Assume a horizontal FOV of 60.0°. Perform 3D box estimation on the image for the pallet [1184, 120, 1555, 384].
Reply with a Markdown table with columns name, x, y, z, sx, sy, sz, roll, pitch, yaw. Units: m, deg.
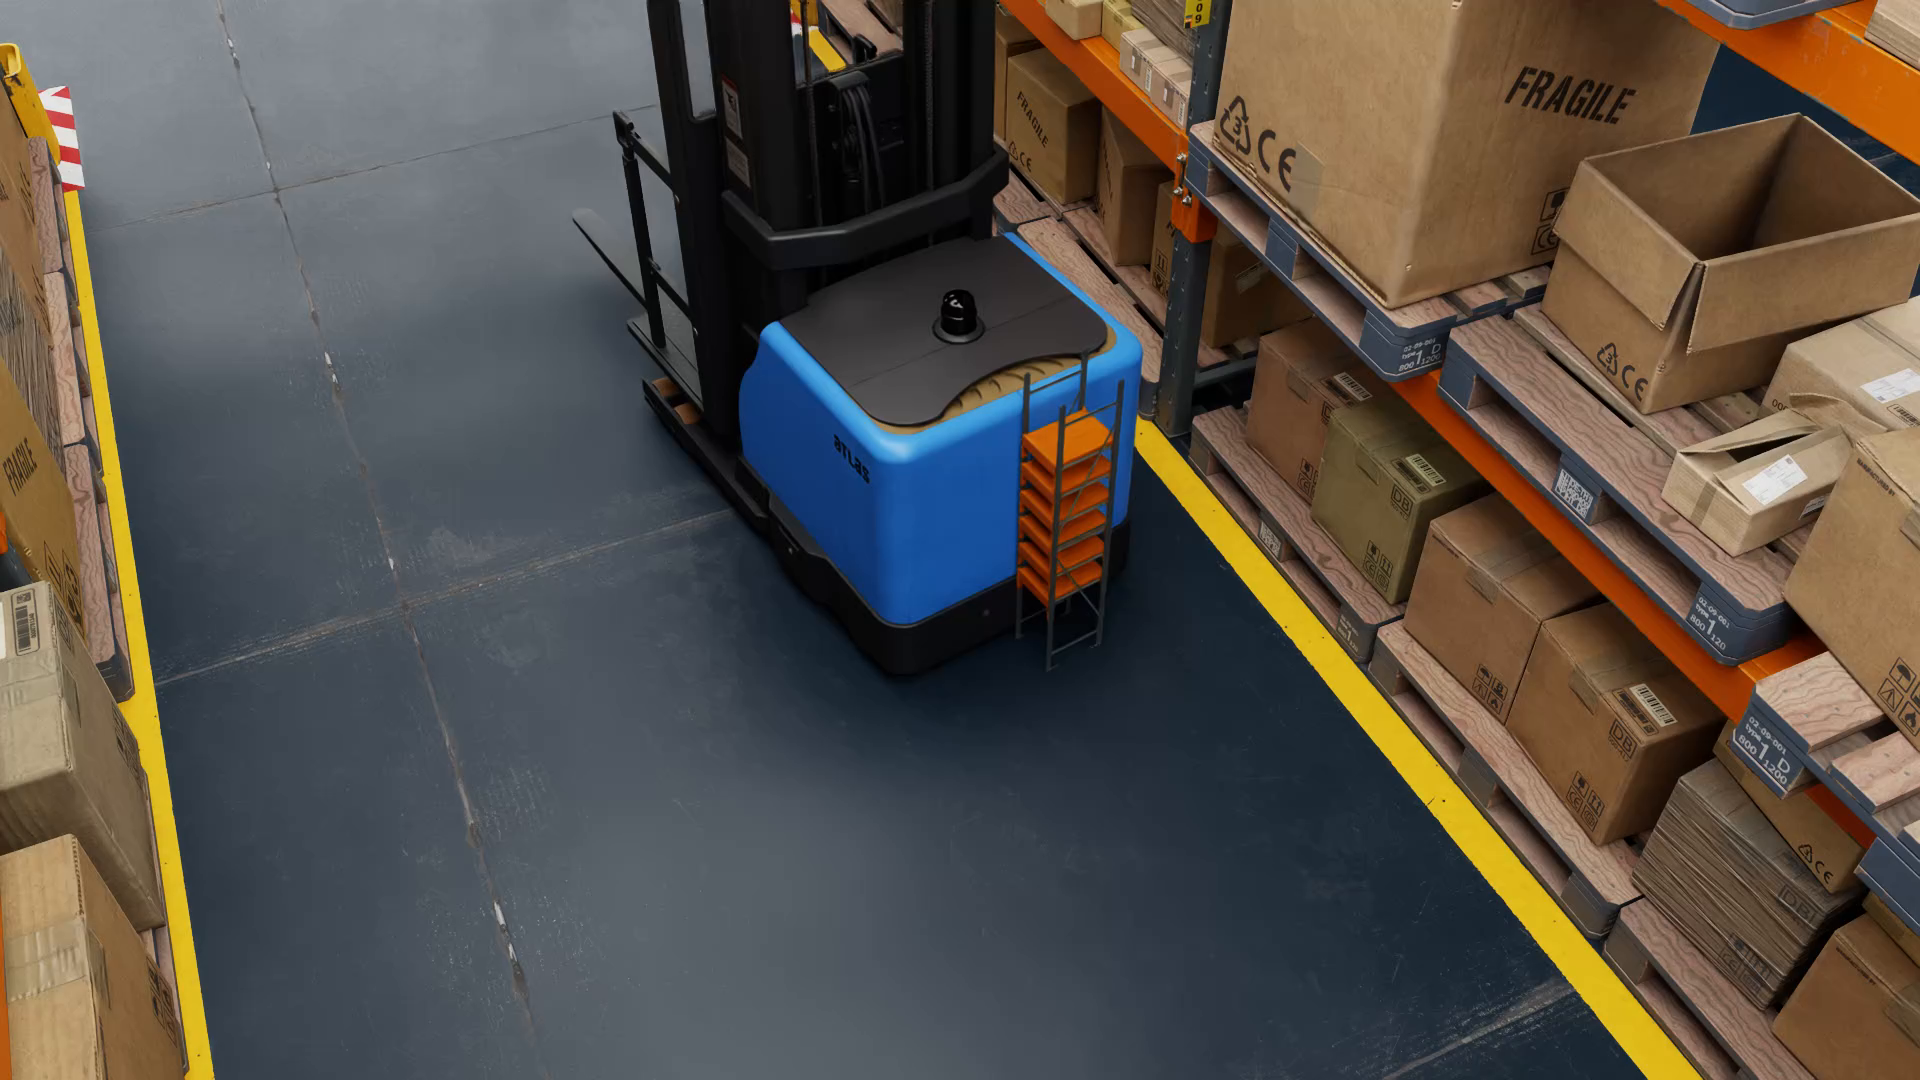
| name | x | y | z | sx | sy | sz | roll | pitch | yaw |
| --- | --- | --- | --- | --- | --- | --- | --- | --- | --- |
| pallet | 1.453 | -1.055 | 5.320 | 1.003 | 0.211 | 1.213 | -18 | 47 | -17 |

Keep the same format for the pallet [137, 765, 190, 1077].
| name | x | y | z | sx | sy | sz | roll | pitch | yaw |
| --- | --- | --- | --- | --- | --- | --- | --- | --- | --- |
| pallet | -2.886 | 1.210 | 4.874 | 1.003 | 0.211 | 1.213 | -18 | 47 | -17 |

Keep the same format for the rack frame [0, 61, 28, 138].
| name | x | y | z | sx | sy | sz | roll | pitch | yaw |
| --- | --- | --- | --- | --- | --- | --- | --- | --- | --- |
| rack frame | -4.961 | -2.802 | 6.954 | 1.000 | 3.000 | 0.127 | -18 | 47 | -17 |

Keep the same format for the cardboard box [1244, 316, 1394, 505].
| name | x | y | z | sx | sy | sz | roll | pitch | yaw |
| --- | --- | --- | --- | --- | --- | --- | --- | --- | --- |
| cardboard box | 1.503 | -0.522 | 6.110 | 0.700 | 0.500 | 0.500 | -22 | 49 | -20 |

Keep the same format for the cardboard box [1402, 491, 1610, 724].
| name | x | y | z | sx | sy | sz | roll | pitch | yaw |
| --- | --- | --- | --- | --- | --- | --- | --- | --- | --- |
| cardboard box | 1.922 | 0.144 | 5.435 | 0.700 | 0.500 | 0.500 | -22 | 49 | -21 |

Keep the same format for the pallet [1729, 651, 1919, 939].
| name | x | y | z | sx | sy | sz | roll | pitch | yaw |
| --- | --- | --- | --- | --- | --- | --- | --- | --- | --- |
| pallet | 2.549 | 0.542 | 3.702 | 1.213 | 0.211 | 1.003 | -18 | 47 | -17 |

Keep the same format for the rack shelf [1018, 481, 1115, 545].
| name | x | y | z | sx | sy | sz | roll | pitch | yaw |
| --- | --- | --- | --- | --- | --- | --- | --- | --- | --- |
| rack shelf | 0.347 | -0.121 | 5.411 | 0.258 | 0.103 | 0.180 | -25 | 50 | -23 |

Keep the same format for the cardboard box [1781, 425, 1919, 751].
| name | x | y | z | sx | sy | sz | roll | pitch | yaw |
| --- | --- | --- | --- | --- | --- | --- | --- | --- | --- |
| cardboard box | 2.357 | 0.053 | 3.691 | 0.700 | 0.500 | 0.500 | -12 | 46 | -12 |

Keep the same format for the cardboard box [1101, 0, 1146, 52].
| name | x | y | z | sx | sy | sz | roll | pitch | yaw |
| --- | --- | --- | --- | --- | --- | --- | --- | --- | --- |
| cardboard box | 0.760 | -1.953 | 6.272 | 0.380 | 0.149 | 0.250 | -18 | 47 | -17 |

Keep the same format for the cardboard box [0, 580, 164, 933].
| name | x | y | z | sx | sy | sz | roll | pitch | yaw |
| --- | --- | --- | --- | --- | --- | --- | --- | --- | --- |
| cardboard box | -2.936 | 0.768 | 4.639 | 1.050 | 0.750 | 0.750 | -18 | 47 | -18 |

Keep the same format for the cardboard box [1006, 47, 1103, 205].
| name | x | y | z | sx | sy | sz | roll | pitch | yaw |
| --- | --- | --- | --- | --- | --- | --- | --- | --- | --- |
| cardboard box | 0.552 | -1.915 | 7.535 | 0.500 | 0.500 | 0.500 | -22 | 49 | -21 |

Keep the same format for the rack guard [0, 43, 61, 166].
| name | x | y | z | sx | sy | sz | roll | pitch | yaw |
| --- | --- | --- | --- | --- | --- | --- | --- | --- | --- |
| rack guard | -4.971 | -1.927 | 7.847 | 1.175 | 0.500 | 0.348 | -18 | 47 | -17 |

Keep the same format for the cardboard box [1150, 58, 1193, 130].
| name | x | y | z | sx | sy | sz | roll | pitch | yaw |
| --- | --- | --- | --- | --- | --- | --- | --- | --- | --- |
| cardboard box | 0.907 | -1.614 | 5.929 | 0.380 | 0.149 | 0.250 | -18 | 47 | -17 |

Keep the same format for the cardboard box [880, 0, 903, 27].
| name | x | y | z | sx | sy | sz | roll | pitch | yaw |
| --- | --- | --- | --- | --- | --- | --- | --- | --- | --- |
| cardboard box | -0.171 | -3.059 | 8.695 | 0.500 | 0.500 | 0.500 | -10 | 45 | -10 |

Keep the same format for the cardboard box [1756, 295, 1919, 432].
| name | x | y | z | sx | sy | sz | roll | pitch | yaw |
| --- | --- | --- | --- | --- | --- | --- | --- | --- | --- |
| cardboard box | 2.450 | -0.336 | 4.263 | 0.500 | 0.250 | 0.500 | -19 | 48 | -19 |

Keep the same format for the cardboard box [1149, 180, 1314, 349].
| name | x | y | z | sx | sy | sz | roll | pitch | yaw |
| --- | --- | --- | --- | --- | --- | --- | --- | --- | --- |
| cardboard box | 1.132 | -1.179 | 6.790 | 0.500 | 0.500 | 0.500 | -19 | 48 | -19 |

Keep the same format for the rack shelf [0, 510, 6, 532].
| name | x | y | z | sx | sy | sz | roll | pitch | yaw |
| --- | --- | --- | --- | --- | --- | --- | --- | --- | --- |
| rack shelf | -4.120 | -1.271 | 5.915 | 1.077 | 0.370 | 4.000 | -18 | 47 | -17 |

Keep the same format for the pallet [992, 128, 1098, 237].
| name | x | y | z | sx | sy | sz | roll | pitch | yaw |
| --- | --- | --- | --- | --- | --- | --- | --- | --- | --- |
| pallet | 0.433 | -1.856 | 7.981 | 1.003 | 0.211 | 1.213 | -18 | 47 | -17 |

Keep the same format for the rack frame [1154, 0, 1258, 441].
| name | x | y | z | sx | sy | sz | roll | pitch | yaw |
| --- | --- | --- | --- | --- | --- | --- | --- | --- | --- |
| rack frame | 1.264 | -1.653 | 5.790 | 1.000 | 3.000 | 0.127 | -18 | 47 | -17 |

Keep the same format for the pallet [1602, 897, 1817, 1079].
| name | x | y | z | sx | sy | sz | roll | pitch | yaw |
| --- | --- | --- | --- | --- | --- | --- | --- | --- | --- |
| pallet | 2.619 | 1.390 | 4.691 | 1.003 | 0.211 | 1.213 | -18 | 47 | -17 |

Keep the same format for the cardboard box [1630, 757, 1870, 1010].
| name | x | y | z | sx | sy | sz | roll | pitch | yaw |
| --- | --- | --- | --- | --- | --- | --- | --- | --- | --- |
| cardboard box | 2.401 | 0.859 | 4.711 | 0.700 | 0.500 | 0.500 | -22 | 49 | -21 |

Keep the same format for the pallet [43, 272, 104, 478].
| name | x | y | z | sx | sy | sz | roll | pitch | yaw |
| --- | --- | --- | --- | --- | --- | --- | --- | --- | --- |
| pallet | -4.044 | -0.546 | 6.653 | 1.003 | 0.211 | 1.213 | -18 | 47 | -17 |

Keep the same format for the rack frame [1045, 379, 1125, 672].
| name | x | y | z | sx | sy | sz | roll | pitch | yaw |
| --- | --- | --- | --- | --- | --- | --- | --- | --- | --- |
| rack frame | 0.397 | -0.014 | 5.410 | 0.240 | 1.200 | 0.006 | -25 | 50 | -23 |

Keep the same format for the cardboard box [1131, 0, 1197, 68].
| name | x | y | z | sx | sy | sz | roll | pitch | yaw |
| --- | --- | --- | --- | --- | --- | --- | --- | --- | --- |
| cardboard box | 1.131 | -2.099 | 5.959 | 0.875 | 0.500 | 0.500 | -18 | 47 | -17 |

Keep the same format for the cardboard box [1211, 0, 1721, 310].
| name | x | y | z | sx | sy | sz | roll | pitch | yaw |
| --- | --- | --- | --- | --- | --- | --- | --- | --- | --- |
| cardboard box | 1.471 | -1.468 | 4.876 | 1.000 | 1.000 | 1.000 | -18 | 47 | -17 |

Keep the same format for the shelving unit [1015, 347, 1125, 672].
| name | x | y | z | sx | sy | sz | roll | pitch | yaw |
| --- | --- | --- | --- | --- | --- | --- | --- | --- | --- |
| shelving unit | 0.347 | -0.067 | 5.464 | 0.258 | 1.200 | 0.189 | -25 | 50 | -23 |

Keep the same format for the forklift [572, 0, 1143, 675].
| name | x | y | z | sx | sy | sz | roll | pitch | yaw |
| --- | --- | --- | --- | --- | --- | --- | --- | --- | --- |
| forklift | -0.619 | -1.593 | 5.777 | 1.130 | 2.935 | 3.031 | -25 | 50 | -23 |

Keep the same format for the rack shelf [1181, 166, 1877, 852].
| name | x | y | z | sx | sy | sz | roll | pitch | yaw |
| --- | --- | --- | --- | --- | --- | --- | --- | --- | --- |
| rack shelf | 2.105 | -0.122 | 4.751 | 1.077 | 0.370 | 4.000 | -18 | 47 | -17 |

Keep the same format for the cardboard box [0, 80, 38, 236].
| name | x | y | z | sx | sy | sz | roll | pitch | yaw |
| --- | --- | --- | --- | --- | --- | --- | --- | --- | --- |
| cardboard box | -4.616 | -1.782 | 7.134 | 0.875 | 0.875 | 0.875 | -18 | 47 | -17 |

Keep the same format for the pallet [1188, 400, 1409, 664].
| name | x | y | z | sx | sy | sz | roll | pitch | yaw |
| --- | --- | --- | --- | --- | --- | --- | --- | --- | --- |
| pallet | 1.593 | -0.165 | 6.267 | 1.003 | 0.211 | 1.213 | -18 | 47 | -17 |

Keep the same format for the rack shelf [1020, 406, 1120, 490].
| name | x | y | z | sx | sy | sz | roll | pitch | yaw |
| --- | --- | --- | --- | --- | --- | --- | --- | --- | --- |
| rack shelf | 0.347 | -0.292 | 5.242 | 0.258 | 0.103 | 0.180 | -25 | 50 | -23 |

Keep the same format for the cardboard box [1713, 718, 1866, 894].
| name | x | y | z | sx | sy | sz | roll | pitch | yaw |
| --- | --- | --- | --- | --- | --- | --- | --- | --- | --- |
| cardboard box | 2.405 | 0.609 | 4.429 | 0.500 | 0.250 | 0.500 | -13 | 46 | -13 |

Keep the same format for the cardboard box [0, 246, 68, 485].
| name | x | y | z | sx | sy | sz | roll | pitch | yaw |
| --- | --- | --- | --- | --- | --- | --- | --- | --- | --- |
| cardboard box | -3.862 | -0.640 | 5.977 | 0.875 | 0.875 | 0.875 | -18 | 47 | -17 |

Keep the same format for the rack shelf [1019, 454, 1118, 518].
| name | x | y | z | sx | sy | sz | roll | pitch | yaw |
| --- | --- | --- | --- | --- | --- | --- | --- | --- | --- |
| rack shelf | 0.347 | -0.207 | 5.327 | 0.258 | 0.103 | 0.180 | -25 | 50 | -23 |
